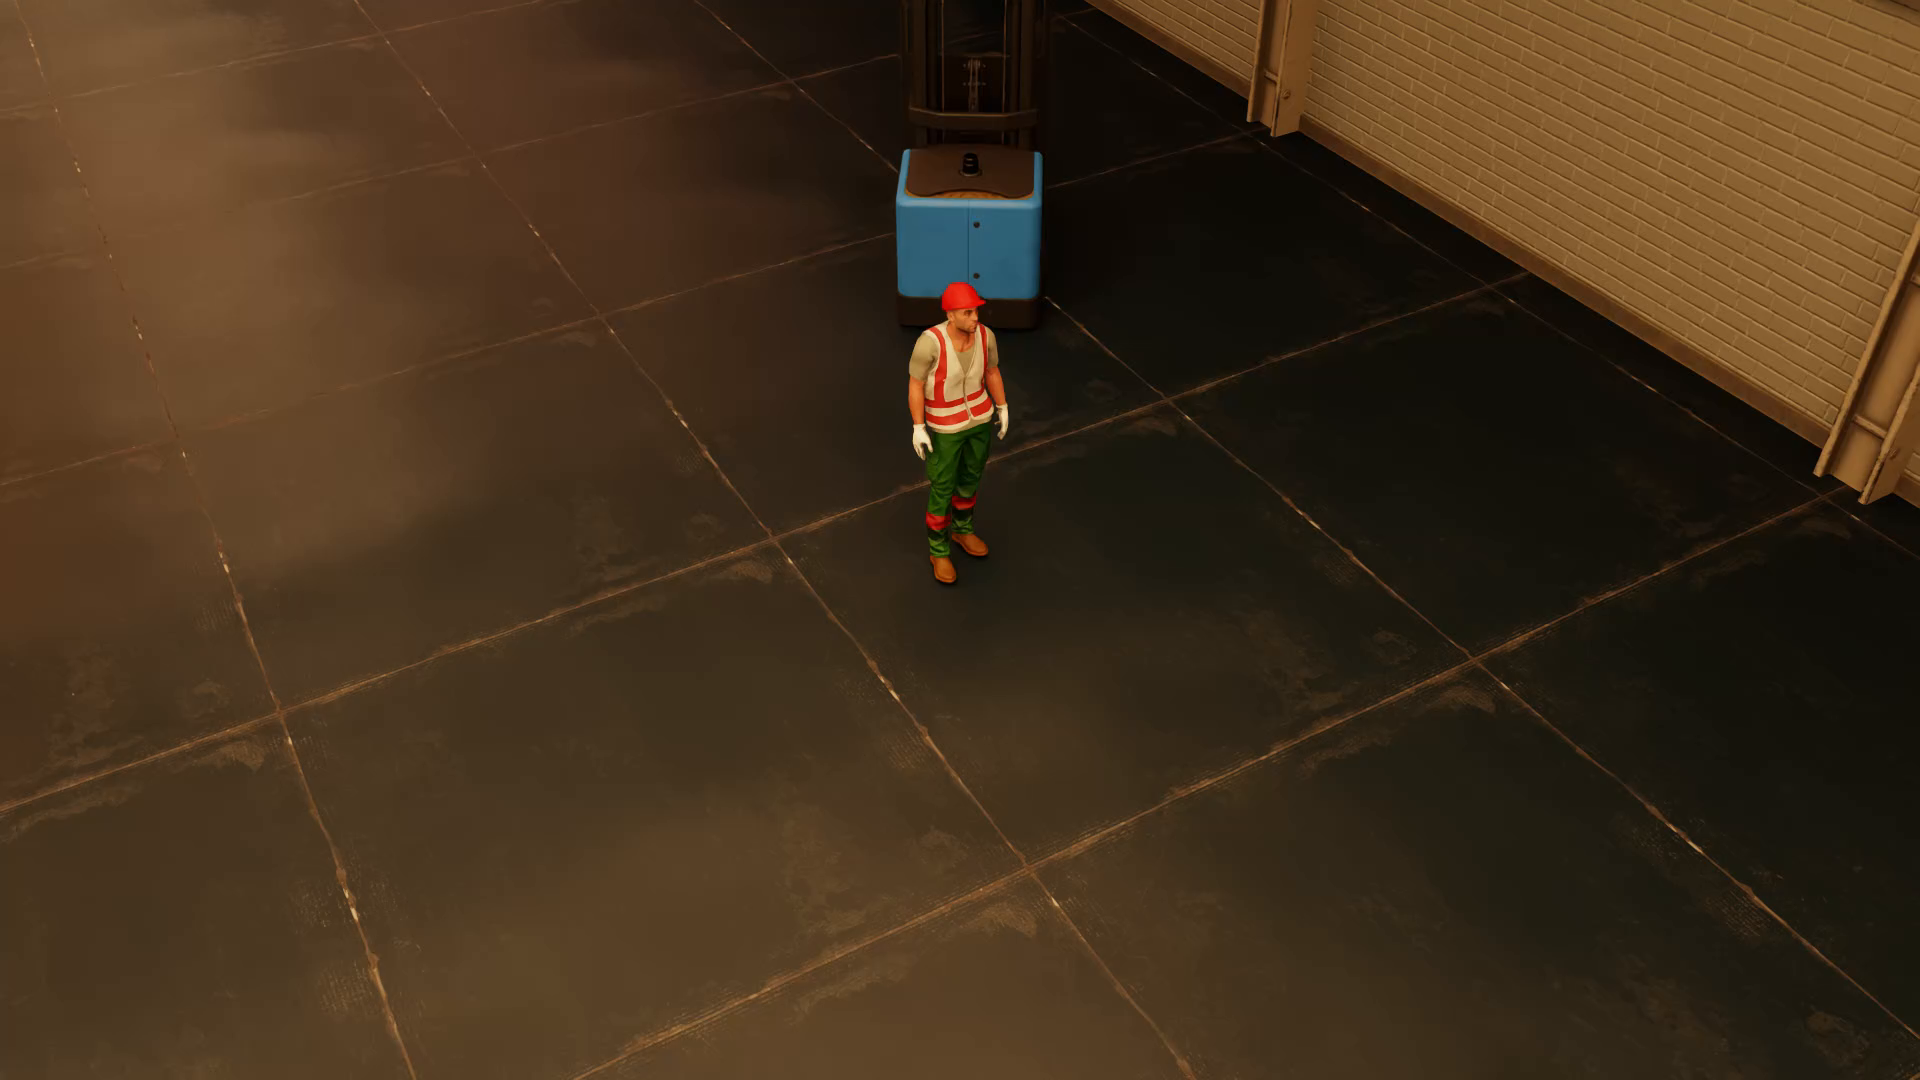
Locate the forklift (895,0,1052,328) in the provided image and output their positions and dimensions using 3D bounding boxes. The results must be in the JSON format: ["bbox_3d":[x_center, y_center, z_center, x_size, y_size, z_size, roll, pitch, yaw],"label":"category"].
[{"bbox_3d":[0.122,-3.585,12.359,1.130,2.935,3.031,2,40,2],"label":"forklift"}]

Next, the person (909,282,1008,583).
[{"bbox_3d":[0.029,-0.644,9.700,0.637,1.782,0.564,-20,44,-23],"label":"person"}]
